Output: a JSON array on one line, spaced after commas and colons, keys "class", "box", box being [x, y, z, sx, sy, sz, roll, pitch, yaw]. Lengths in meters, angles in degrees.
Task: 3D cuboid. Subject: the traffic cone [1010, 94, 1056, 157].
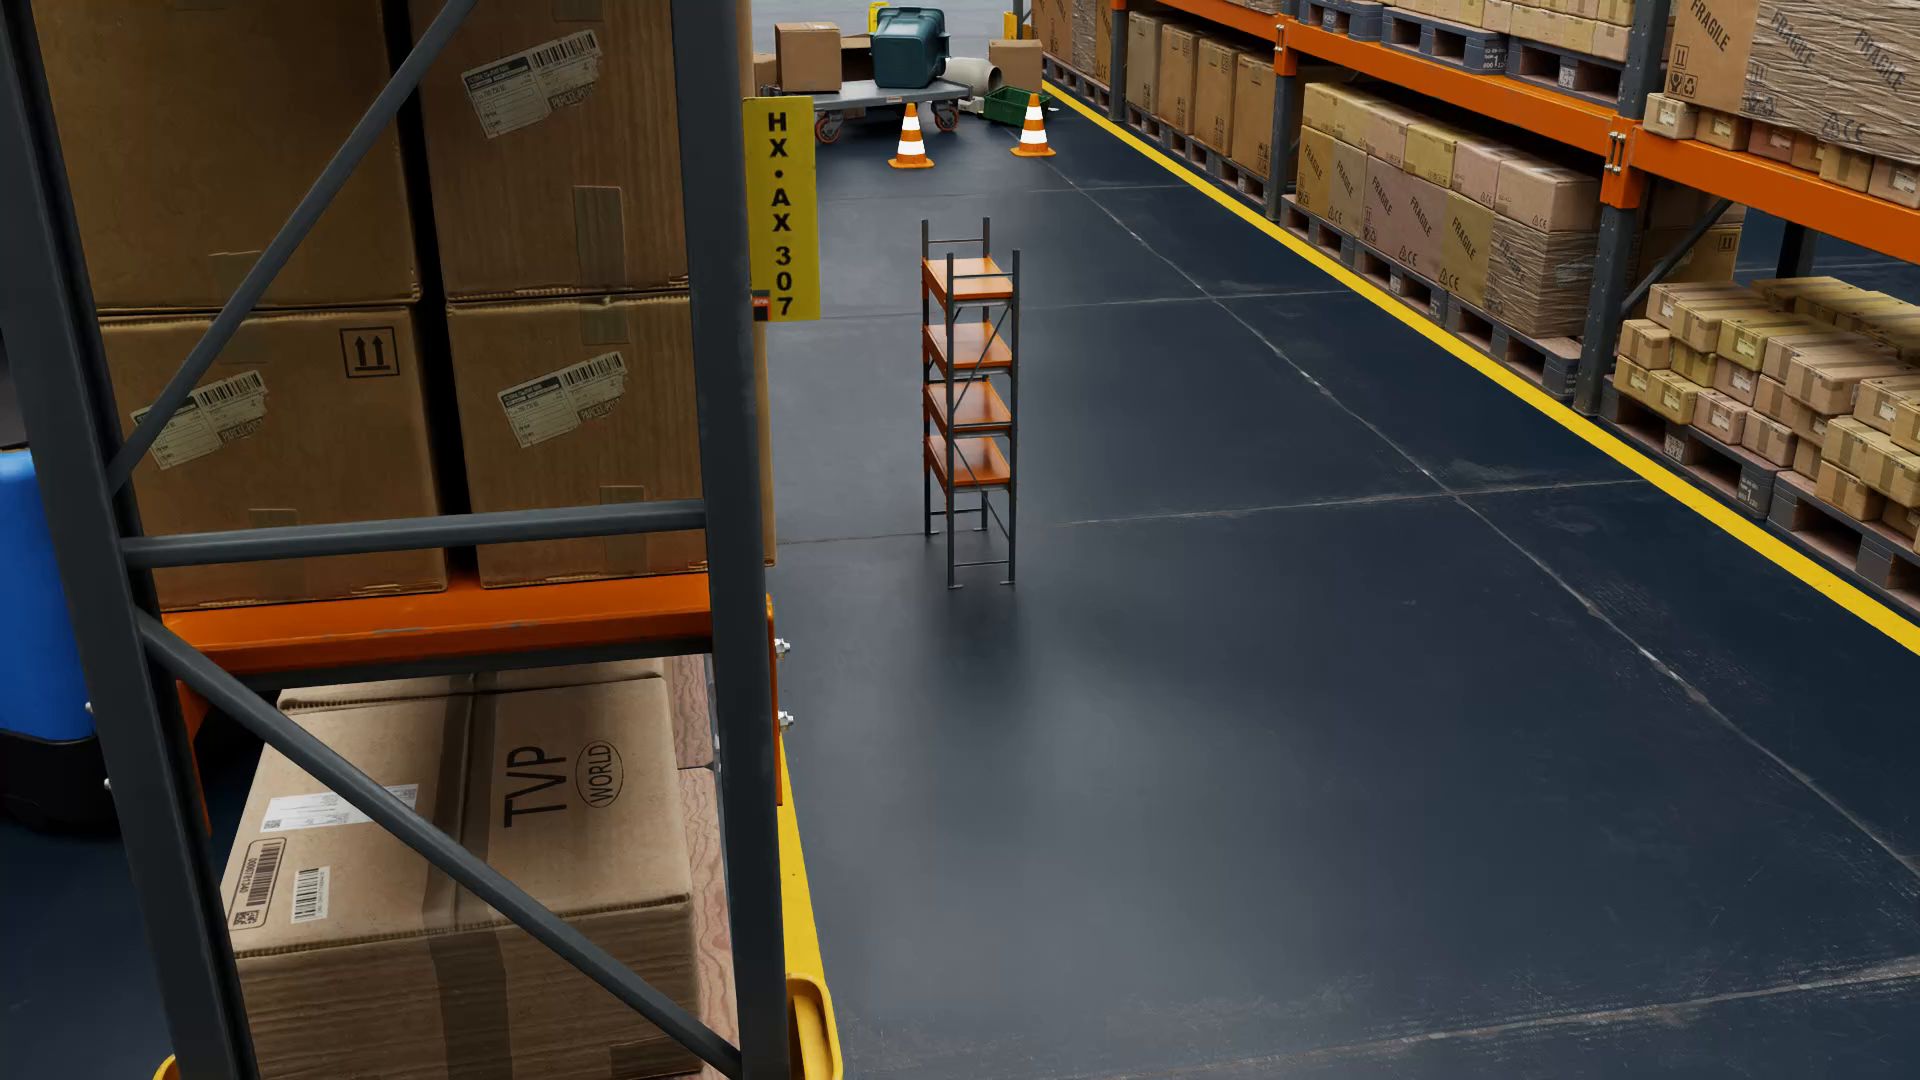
[{"class": "traffic cone", "box": [0.587, -3.328, 13.293, 0.336, 0.463, 0.334, -4, 24, -10]}]

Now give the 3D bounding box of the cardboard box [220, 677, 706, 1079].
[{"class": "cardboard box", "box": [-1.024, 0.726, 3.518, 0.875, 0.438, 0.875, -5, 24, -12]}]

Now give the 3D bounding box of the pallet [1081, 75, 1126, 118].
[{"class": "pallet", "box": [1.759, -4.157, 15.505, 1.003, 0.211, 1.213, -4, 24, -10]}]

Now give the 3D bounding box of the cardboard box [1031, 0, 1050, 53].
[{"class": "cardboard box", "box": [1.274, -5.660, 17.593, 0.875, 0.875, 0.875, -4, 24, -9]}]

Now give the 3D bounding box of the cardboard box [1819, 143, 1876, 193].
[{"class": "cardboard box", "box": [3.282, -1.324, 5.848, 0.380, 0.149, 0.250, -4, 24, -9]}]

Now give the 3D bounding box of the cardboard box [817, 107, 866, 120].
[{"class": "cardboard box", "box": [-1.064, -3.950, 14.963, 0.396, 0.266, 0.258, 18, 29, 36]}]

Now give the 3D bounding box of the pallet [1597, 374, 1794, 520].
[{"class": "pallet", "box": [3.461, -0.444, 7.003, 1.003, 0.211, 1.213, -4, 24, -10]}]

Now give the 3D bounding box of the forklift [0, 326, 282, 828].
[{"class": "forklift", "box": [-3.478, -0.935, 4.729, 3.031, 2.935, 1.130, 9, 25, 19]}]

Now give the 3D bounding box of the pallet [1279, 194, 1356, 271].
[{"class": "pallet", "box": [2.706, -1.971, 10.500, 1.003, 0.211, 1.213, -4, 24, -10]}]

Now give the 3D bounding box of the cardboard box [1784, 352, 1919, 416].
[{"class": "cardboard box", "box": [3.288, -0.576, 6.114, 0.380, 0.149, 0.250, -4, 24, -9]}]

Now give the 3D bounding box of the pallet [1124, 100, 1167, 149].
[{"class": "pallet", "box": [2.040, -3.554, 14.124, 1.003, 0.211, 1.213, -4, 24, -10]}]

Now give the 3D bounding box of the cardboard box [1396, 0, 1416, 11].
[{"class": "cardboard box", "box": [2.650, -3.021, 9.208, 0.380, 0.149, 0.250, -4, 24, -8]}]

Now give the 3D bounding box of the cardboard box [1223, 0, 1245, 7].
[{"class": "cardboard box", "box": [2.125, -3.956, 11.436, 0.500, 0.500, 0.500, -4, 24, -10]}]

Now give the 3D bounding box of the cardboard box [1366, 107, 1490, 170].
[{"class": "cardboard box", "box": [2.625, -2.263, 9.346, 0.500, 0.250, 0.500, -4, 24, -9]}]

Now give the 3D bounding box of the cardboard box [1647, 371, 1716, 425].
[{"class": "cardboard box", "box": [3.103, -0.598, 6.908, 0.380, 0.149, 0.250, -4, 24, -8]}]

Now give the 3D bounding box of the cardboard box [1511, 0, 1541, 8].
[{"class": "cardboard box", "box": [2.887, -2.648, 7.982, 0.380, 0.149, 0.250, -5, 24, -11]}]

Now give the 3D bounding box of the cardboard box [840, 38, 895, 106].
[{"class": "cardboard box", "box": [-0.769, -4.345, 15.400, 0.797, 0.637, 0.503, -4, 24, -10]}]

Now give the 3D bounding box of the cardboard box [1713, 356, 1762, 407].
[{"class": "cardboard box", "box": [3.270, -0.653, 6.664, 0.380, 0.149, 0.250, -4, 24, -10]}]

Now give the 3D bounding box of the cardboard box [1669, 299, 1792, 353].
[{"class": "cardboard box", "box": [3.155, -0.879, 6.808, 0.380, 0.149, 0.250, -3, 24, -7]}]

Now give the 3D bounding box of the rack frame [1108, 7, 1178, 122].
[{"class": "rack frame", "box": [1.823, -5.130, 14.249, 1.000, 3.000, 0.127, -4, 24, -10]}]

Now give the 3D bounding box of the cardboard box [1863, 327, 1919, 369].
[{"class": "cardboard box", "box": [3.735, -0.719, 6.442, 0.380, 0.149, 0.250, -4, 24, -8]}]

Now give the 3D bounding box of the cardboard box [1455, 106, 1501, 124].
[{"class": "cardboard box", "box": [3.130, -2.299, 9.427, 0.500, 0.250, 0.500, -4, 24, -9]}]

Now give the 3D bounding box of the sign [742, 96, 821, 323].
[{"class": "sign", "box": [-0.257, -0.476, 2.411, 0.100, 0.325, 0.005, -4, 24, -10]}]

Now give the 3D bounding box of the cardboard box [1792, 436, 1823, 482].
[{"class": "cardboard box", "box": [3.380, -0.304, 6.237, 0.380, 0.149, 0.250, -5, 24, -12]}]

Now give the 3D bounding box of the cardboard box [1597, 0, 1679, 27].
[{"class": "cardboard box", "box": [3.035, -2.339, 7.275, 0.380, 0.149, 0.250, -4, 24, -8]}]

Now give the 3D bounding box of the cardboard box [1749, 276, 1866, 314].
[{"class": "cardboard box", "box": [3.624, -1.021, 7.135, 0.380, 0.149, 0.250, -4, 24, -8]}]

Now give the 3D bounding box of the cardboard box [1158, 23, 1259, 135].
[{"class": "cardboard box", "box": [2.201, -3.674, 13.202, 1.050, 0.750, 0.750, -4, 24, -10]}]

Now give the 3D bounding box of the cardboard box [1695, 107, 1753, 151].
[{"class": "cardboard box", "box": [3.154, -1.637, 6.563, 0.380, 0.149, 0.250, -4, 24, -8]}]

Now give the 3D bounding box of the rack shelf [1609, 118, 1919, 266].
[{"class": "rack shelf", "box": [3.672, -0.867, 5.386, 1.077, 0.370, 4.000, -4, 24, -10]}]

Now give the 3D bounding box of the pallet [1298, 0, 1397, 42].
[{"class": "pallet", "box": [2.799, -3.196, 10.061, 1.213, 0.211, 1.003, -4, 24, -10]}]

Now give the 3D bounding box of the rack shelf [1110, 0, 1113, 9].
[{"class": "rack shelf", "box": [1.453, -5.587, 16.194, 1.077, 0.370, 4.000, -4, 24, -10]}]

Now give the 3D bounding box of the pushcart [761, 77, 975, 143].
[{"class": "pushcart", "box": [-0.791, -3.711, 14.275, 1.648, 0.377, 0.936, -13, 27, -28]}]

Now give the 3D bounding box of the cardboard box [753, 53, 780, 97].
[{"class": "cardboard box", "box": [-1.884, -4.102, 15.014, 0.500, 0.500, 0.500, 13, 27, 27]}]

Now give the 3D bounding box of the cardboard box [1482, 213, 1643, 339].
[{"class": "cardboard box", "box": [2.918, -1.303, 8.084, 0.500, 0.500, 0.500, -5, 24, -11]}]

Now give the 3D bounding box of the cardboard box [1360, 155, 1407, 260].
[{"class": "cardboard box", "box": [2.639, -1.908, 9.468, 0.500, 0.500, 0.500, -5, 24, -11]}]

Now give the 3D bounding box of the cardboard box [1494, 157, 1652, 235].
[{"class": "cardboard box", "box": [2.916, -1.648, 7.938, 0.500, 0.250, 0.500, -5, 24, -11]}]

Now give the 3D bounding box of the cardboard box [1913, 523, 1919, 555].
[{"class": "cardboard box", "box": [3.431, 0.008, 5.522, 0.380, 0.149, 0.250, -4, 24, -9]}]

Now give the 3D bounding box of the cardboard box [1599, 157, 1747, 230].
[{"class": "cardboard box", "box": [3.426, -1.684, 8.020, 0.500, 0.250, 0.500, -5, 24, -12]}]

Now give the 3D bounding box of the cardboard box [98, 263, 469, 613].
[{"class": "cardboard box", "box": [-1.153, -0.220, 2.881, 0.500, 0.500, 0.500, -4, 24, -9]}]

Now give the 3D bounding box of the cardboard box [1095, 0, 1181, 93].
[{"class": "cardboard box", "box": [1.776, -4.601, 15.168, 0.875, 0.875, 0.875, -4, 24, -9]}]

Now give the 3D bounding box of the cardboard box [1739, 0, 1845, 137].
[{"class": "cardboard box", "box": [3.245, -1.758, 6.031, 0.500, 0.500, 0.500, -4, 24, -10]}]

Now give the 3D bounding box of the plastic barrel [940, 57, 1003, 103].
[{"class": "plastic barrel", "box": [0.106, -4.282, 15.526, 0.512, 0.421, 0.421, 13, 27, 27]}]

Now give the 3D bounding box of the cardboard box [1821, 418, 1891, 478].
[{"class": "cardboard box", "box": [3.330, -0.333, 5.931, 0.380, 0.149, 0.250, -4, 24, -10]}]

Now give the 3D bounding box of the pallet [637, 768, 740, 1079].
[{"class": "pallet", "box": [-1.029, 0.965, 3.776, 1.003, 0.211, 1.213, -4, 24, -10]}]

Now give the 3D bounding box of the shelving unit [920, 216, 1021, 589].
[{"class": "shelving unit", "box": [0.031, -0.485, 5.861, 0.258, 1.200, 0.503, -4, 24, -10]}]

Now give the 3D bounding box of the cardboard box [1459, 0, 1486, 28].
[{"class": "cardboard box", "box": [2.790, -2.715, 8.507, 0.380, 0.149, 0.250, -3, 24, -7]}]

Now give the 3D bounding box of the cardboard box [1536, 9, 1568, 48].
[{"class": "cardboard box", "box": [2.942, -2.403, 7.793, 0.380, 0.149, 0.250, -4, 24, -10]}]

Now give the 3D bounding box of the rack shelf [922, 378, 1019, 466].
[{"class": "rack shelf", "box": [0.031, -0.423, 5.888, 0.258, 0.148, 0.480, -4, 24, -10]}]

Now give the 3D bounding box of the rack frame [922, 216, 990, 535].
[{"class": "rack frame", "box": [-0.015, -0.581, 6.081, 0.240, 1.200, 0.015, -4, 24, -10]}]
